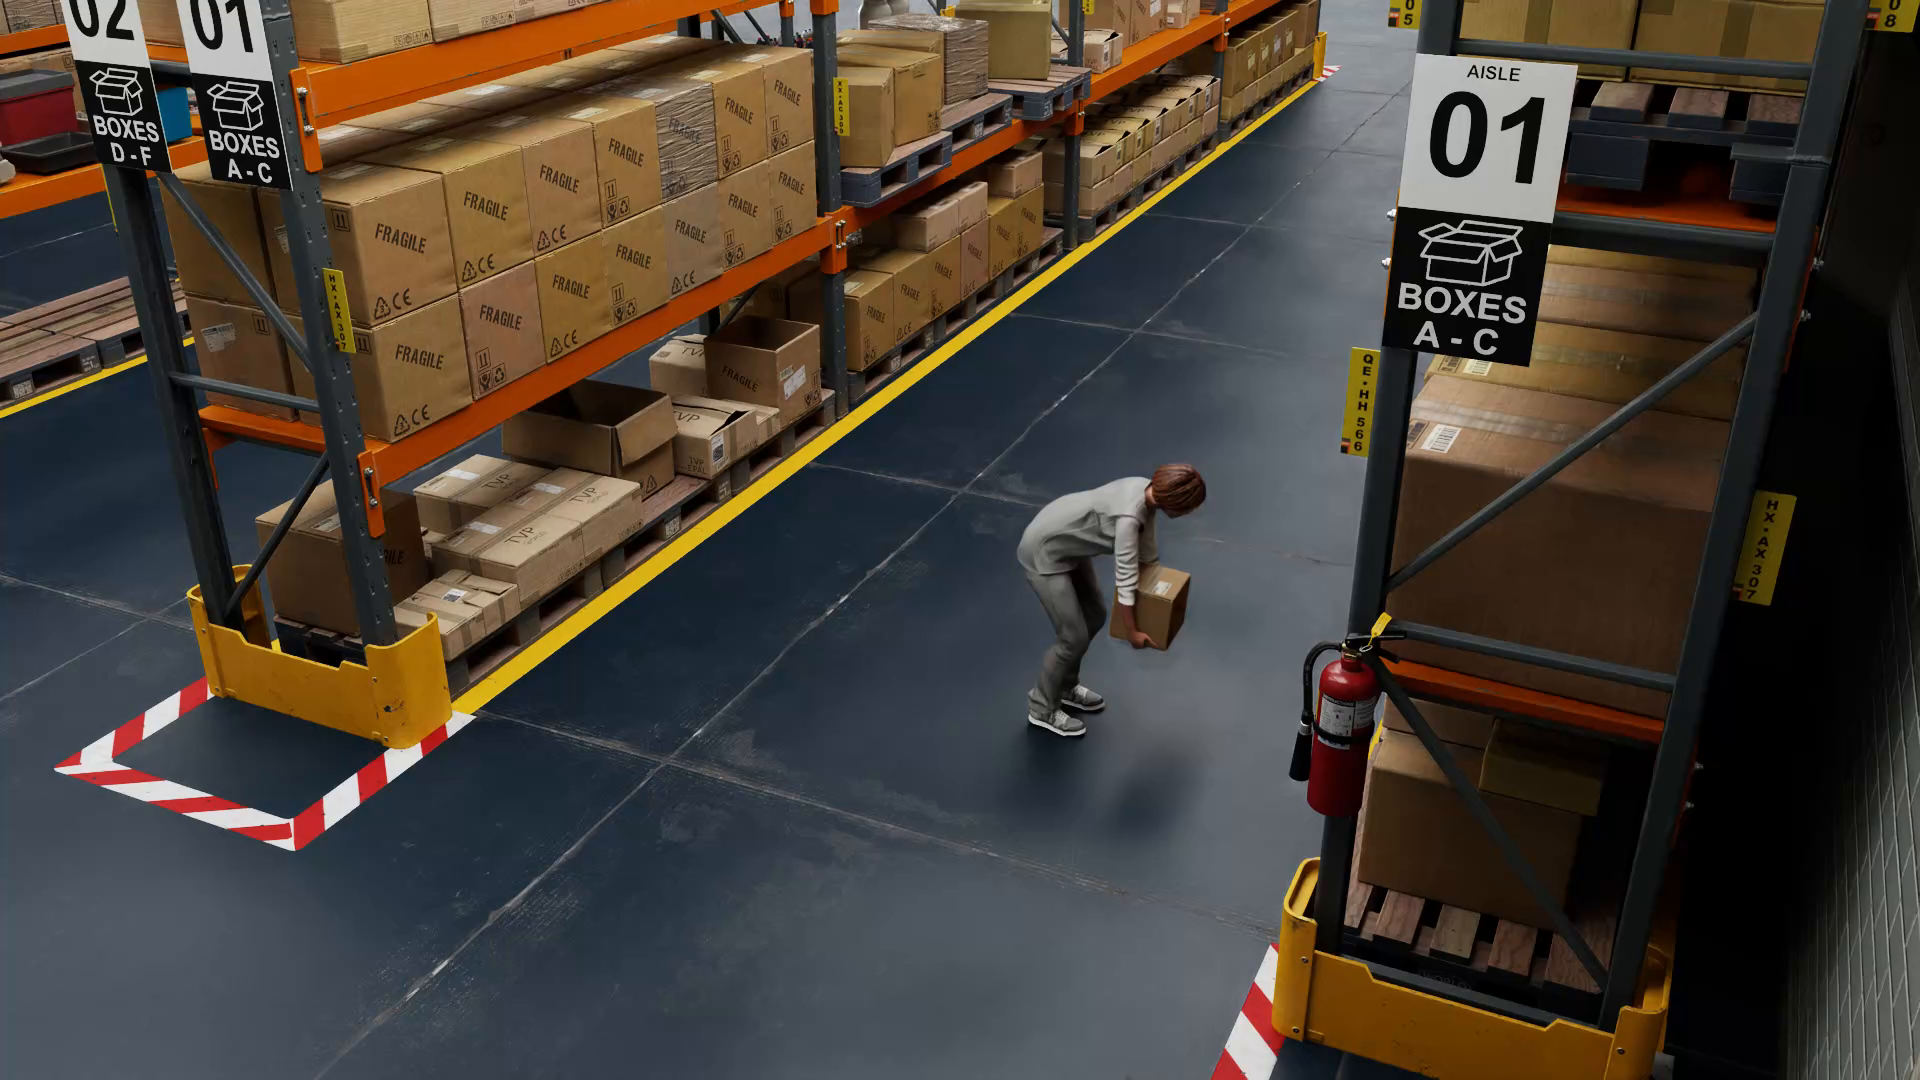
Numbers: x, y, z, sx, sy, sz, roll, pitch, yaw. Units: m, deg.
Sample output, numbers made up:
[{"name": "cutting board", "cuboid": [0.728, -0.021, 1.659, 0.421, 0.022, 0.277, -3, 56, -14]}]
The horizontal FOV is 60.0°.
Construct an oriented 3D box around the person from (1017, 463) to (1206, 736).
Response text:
[{"name": "person", "cuboid": [0.620, 0.232, 7.005, 0.780, 1.293, 0.386, 11, 28, 21]}]
